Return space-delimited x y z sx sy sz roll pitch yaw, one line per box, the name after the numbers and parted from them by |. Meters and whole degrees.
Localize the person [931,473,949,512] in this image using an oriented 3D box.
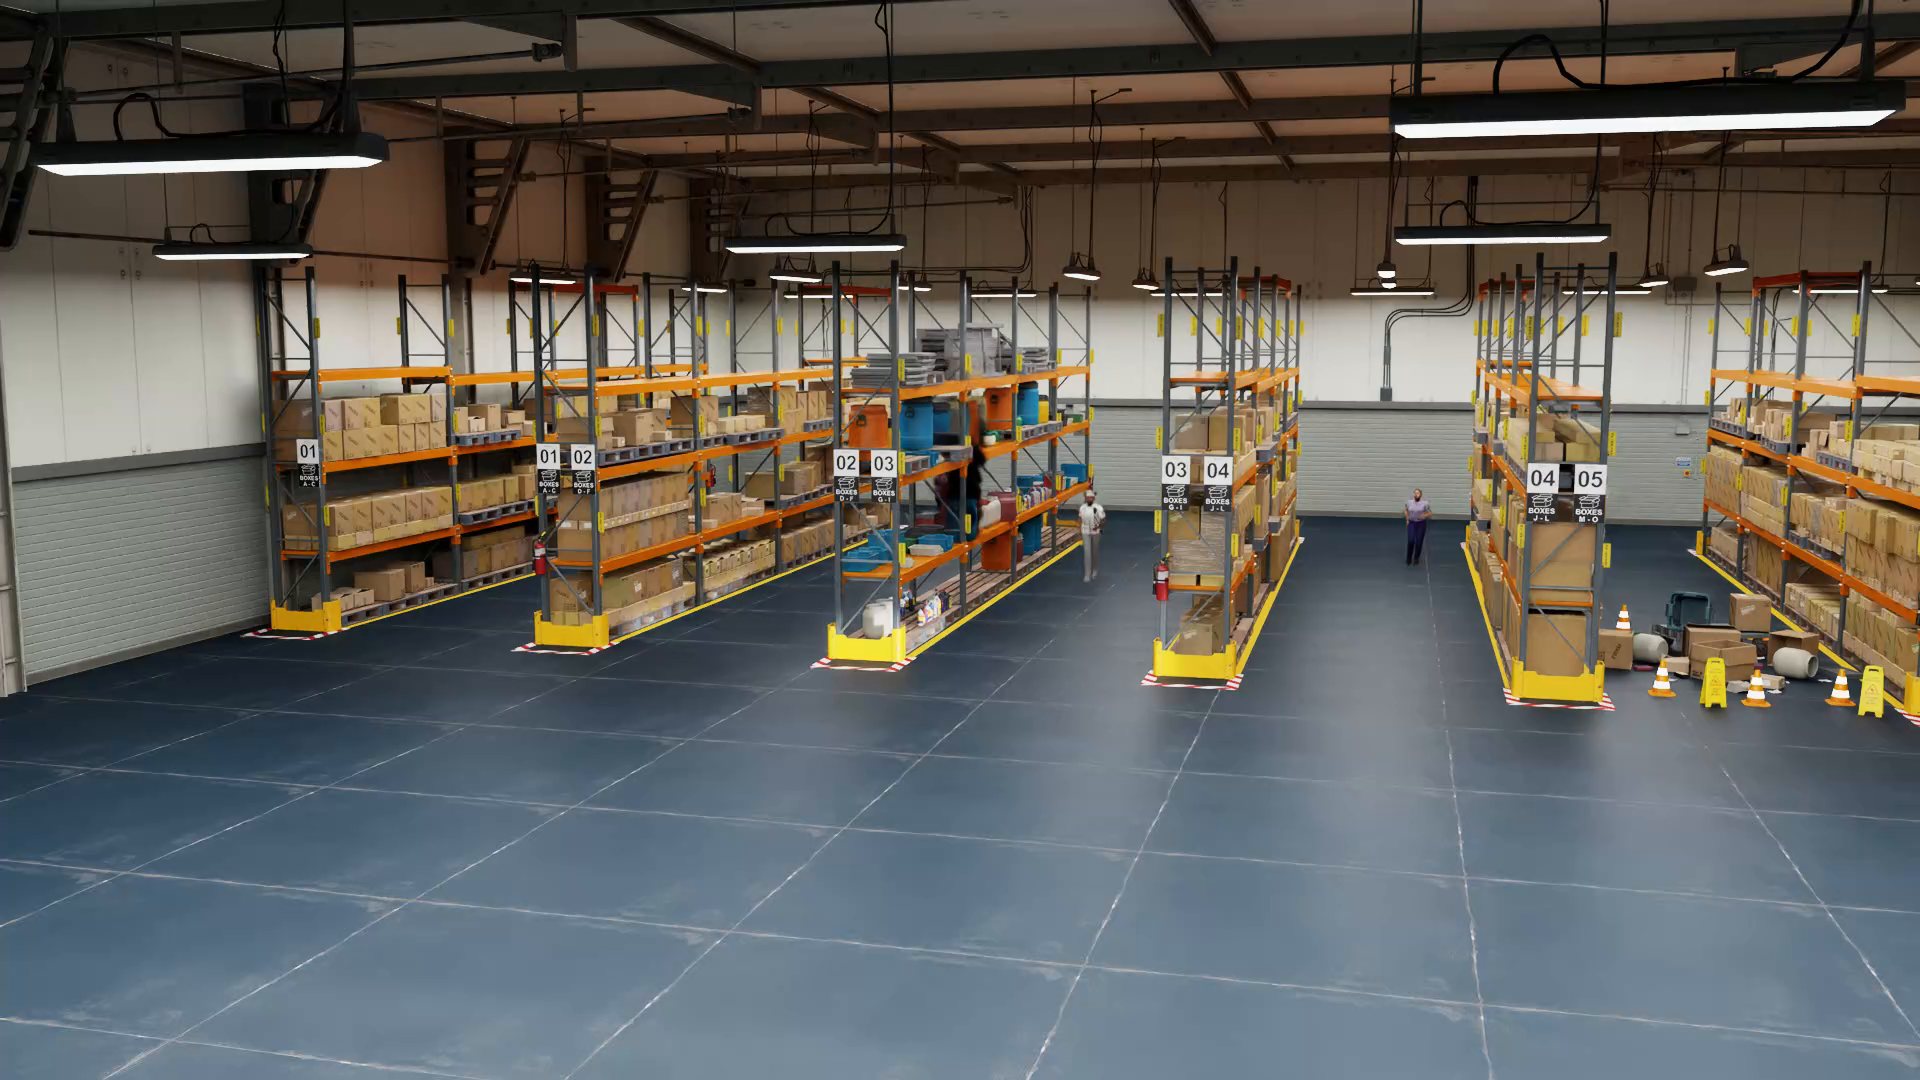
-0.519 -1.084 41.970 0.569 1.591 0.812 -4 9 -32 | person

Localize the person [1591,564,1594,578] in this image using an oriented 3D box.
12.438 -0.117 33.212 0.686 1.784 0.951 1 7 8 | person

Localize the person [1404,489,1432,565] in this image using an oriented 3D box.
9.704 -0.268 35.298 0.579 1.649 0.651 2 8 18 | person

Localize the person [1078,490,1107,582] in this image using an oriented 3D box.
2.485 -0.098 31.358 0.571 1.728 0.778 2 7 13 | person
